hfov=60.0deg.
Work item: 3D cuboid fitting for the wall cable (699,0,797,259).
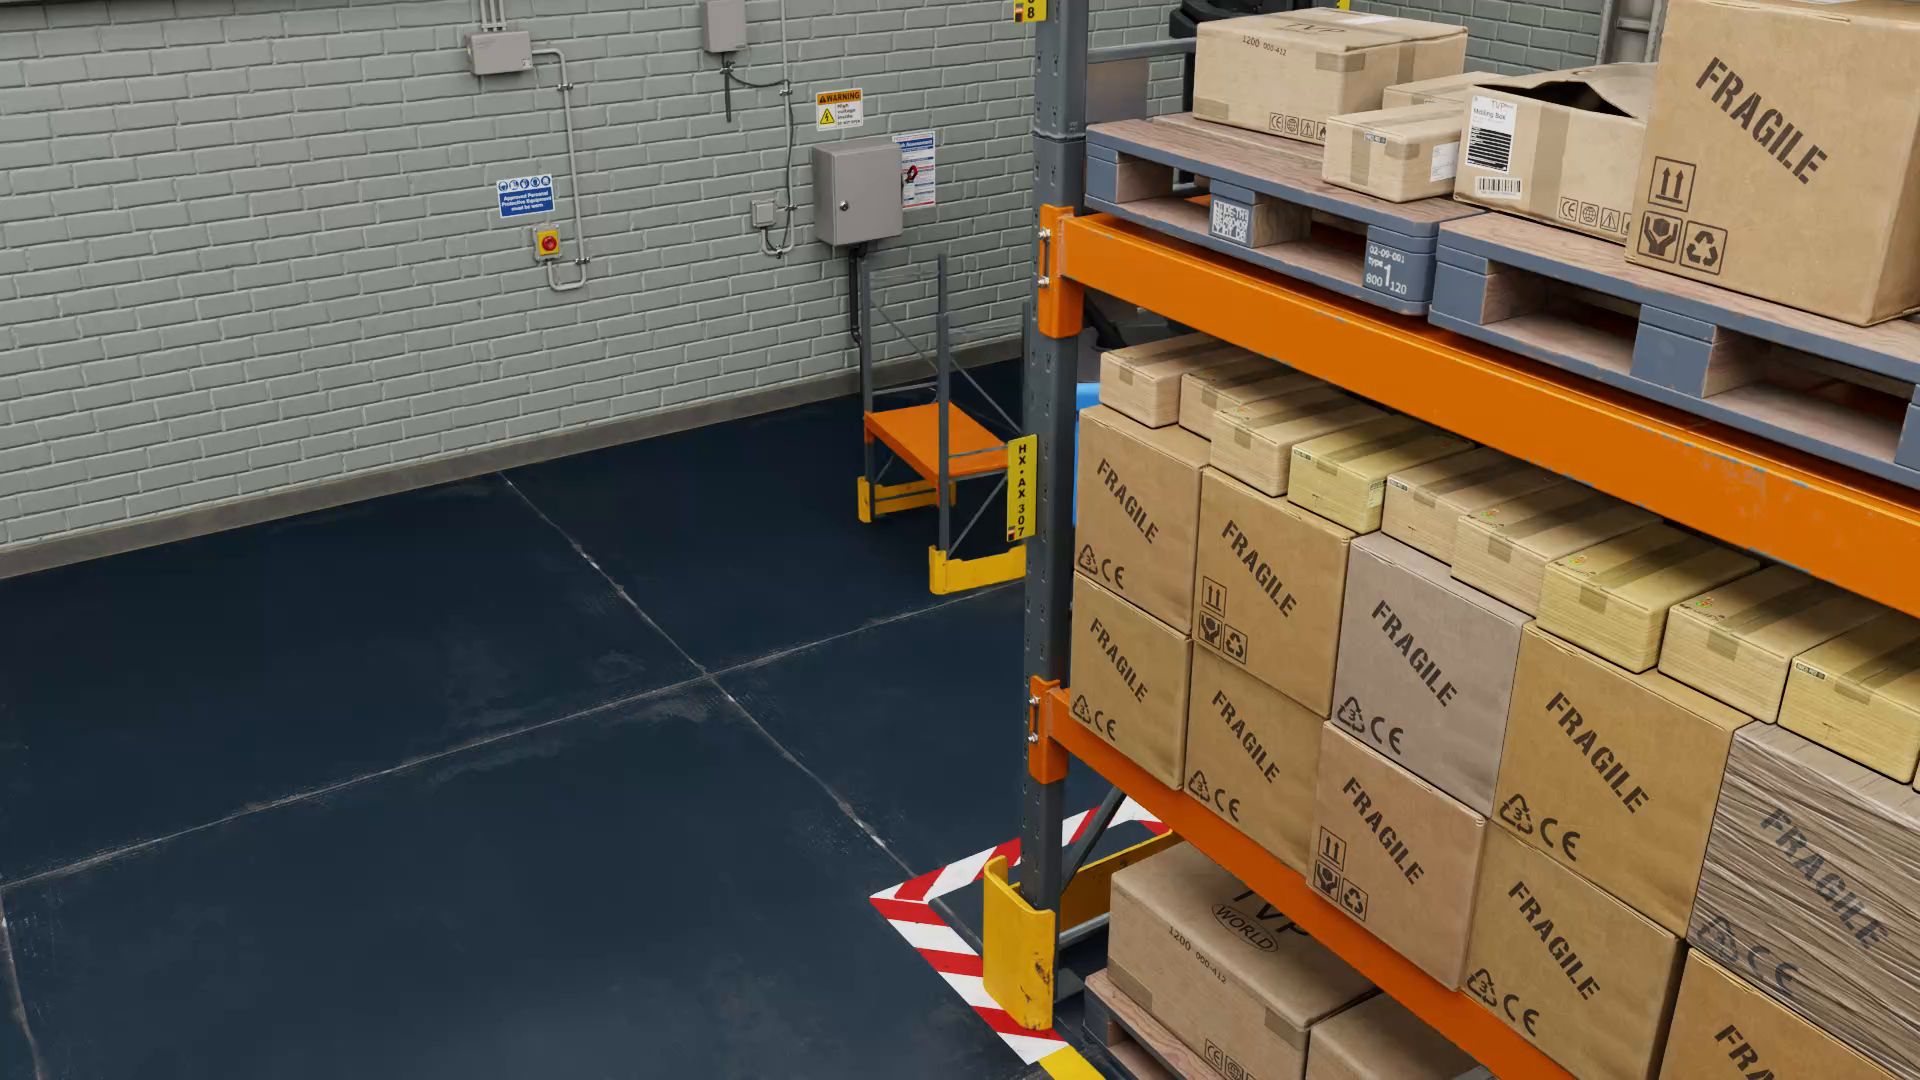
[{"bbox_3d":[-1.263,-2.658,10.178,0.588,1.984,0.122,-16,29,-30],"label":"wall cable"}]

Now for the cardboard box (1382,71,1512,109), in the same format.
[{"bbox_3d":[1.270,-1.060,4.152,0.380,0.149,0.250,-18,31,-33],"label":"cardboard box"}]

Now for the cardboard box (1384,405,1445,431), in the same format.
[{"bbox_3d":[1.387,-0.404,4.544,0.380,0.149,0.250,-16,30,-30],"label":"cardboard box"}]

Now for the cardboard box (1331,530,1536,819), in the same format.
[{"bbox_3d":[1.252,0.253,3.912,0.500,0.500,0.500,-16,30,-30],"label":"cardboard box"}]

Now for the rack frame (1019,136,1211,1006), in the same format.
[{"bbox_3d":[0.653,0.147,5.425,1.000,3.000,0.127,-16,29,-30],"label":"rack frame"}]

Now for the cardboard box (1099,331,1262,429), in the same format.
[{"bbox_3d":[0.615,-0.452,4.646,0.380,0.149,0.250,-15,29,-29],"label":"cardboard box"}]

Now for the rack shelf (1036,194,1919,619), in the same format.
[{"bbox_3d":[1.745,-0.169,3.423,1.077,0.370,4.000,-16,29,-30],"label":"rack shelf"}]

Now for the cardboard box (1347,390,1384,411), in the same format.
[{"bbox_3d":[1.175,-0.477,4.698,0.380,0.149,0.250,-15,29,-29],"label":"cardboard box"}]

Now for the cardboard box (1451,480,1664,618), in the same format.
[{"bbox_3d":[1.310,0.015,3.656,0.380,0.149,0.250,-15,29,-29],"label":"cardboard box"}]

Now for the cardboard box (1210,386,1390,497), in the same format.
[{"bbox_3d":[0.863,-0.255,4.229,0.380,0.149,0.250,-15,29,-28],"label":"cardboard box"}]

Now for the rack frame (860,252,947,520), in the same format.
[{"bbox_3d":[-0.302,-0.844,9.281,0.500,1.500,0.032,-11,28,-22],"label":"rack frame"}]

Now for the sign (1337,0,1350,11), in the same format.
[{"bbox_3d":[1.115,-1.695,4.870,0.100,0.325,0.005,-16,29,-30],"label":"sign"}]

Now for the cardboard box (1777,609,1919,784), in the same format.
[{"bbox_3d":[1.757,0.279,3.097,0.380,0.149,0.250,-16,30,-31],"label":"cardboard box"}]

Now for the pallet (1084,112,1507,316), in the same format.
[{"bbox_3d":[1.067,-0.906,4.246,1.003,0.211,1.213,-16,29,-30],"label":"pallet"}]

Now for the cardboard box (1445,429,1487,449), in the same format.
[{"bbox_3d":[1.490,-0.304,4.333,0.380,0.149,0.250,-15,29,-28],"label":"cardboard box"}]

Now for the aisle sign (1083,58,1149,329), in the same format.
[{"bbox_3d":[0.371,-0.987,4.781,0.394,0.787,0.004,-16,29,-30],"label":"aisle sign"}]

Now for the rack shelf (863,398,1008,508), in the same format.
[{"bbox_3d":[-0.088,-0.484,8.941,0.538,0.185,1.000,-11,28,-22],"label":"rack shelf"}]

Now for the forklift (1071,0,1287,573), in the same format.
[{"bbox_3d":[1.894,-1.375,8.729,3.031,2.935,1.130,-2,25,-3],"label":"forklift"}]

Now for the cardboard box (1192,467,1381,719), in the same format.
[{"bbox_3d":[0.964,0.071,4.298,0.500,0.500,0.500,-16,30,-31],"label":"cardboard box"}]

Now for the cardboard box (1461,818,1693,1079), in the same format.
[{"bbox_3d":[1.524,0.876,3.763,0.500,0.500,0.500,-14,29,-28],"label":"cardboard box"}]

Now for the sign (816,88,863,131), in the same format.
[{"bbox_3d":[-0.765,-2.736,10.565,0.339,0.242,0.001,-16,29,-30],"label":"sign"}]

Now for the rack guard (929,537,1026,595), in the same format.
[{"bbox_3d":[0.119,0.107,8.730,0.587,0.250,0.087,-11,28,-22],"label":"rack guard"}]

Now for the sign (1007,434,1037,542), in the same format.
[{"bbox_3d":[0.185,-0.153,4.954,0.100,0.325,0.005,-16,29,-30],"label":"sign"}]

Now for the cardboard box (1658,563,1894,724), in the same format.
[{"bbox_3d":[1.610,0.195,3.276,0.380,0.149,0.250,-16,29,-30],"label":"cardboard box"}]

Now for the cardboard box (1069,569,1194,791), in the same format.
[{"bbox_3d":[0.674,0.340,4.898,0.500,0.500,0.500,-16,30,-30],"label":"cardboard box"}]

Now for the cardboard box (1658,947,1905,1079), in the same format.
[{"bbox_3d":[1.797,1.067,3.359,0.500,0.500,0.500,-16,30,-30],"label":"cardboard box"}]

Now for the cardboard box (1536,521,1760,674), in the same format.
[{"bbox_3d":[1.426,0.112,3.450,0.380,0.149,0.250,-16,30,-31],"label":"cardboard box"}]

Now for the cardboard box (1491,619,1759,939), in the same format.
[{"bbox_3d":[1.525,0.431,3.534,0.500,0.500,0.500,-15,29,-29],"label":"cardboard box"}]

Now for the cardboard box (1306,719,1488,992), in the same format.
[{"bbox_3d":[1.236,0.701,4.134,0.500,0.500,0.500,-16,29,-30],"label":"cardboard box"}]

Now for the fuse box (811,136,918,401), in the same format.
[{"bbox_3d":[-0.605,-1.719,10.887,0.539,1.711,0.414,-16,29,-30],"label":"fuse box"}]

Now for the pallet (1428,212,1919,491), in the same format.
[{"bbox_3d":[1.737,-0.470,3.321,1.003,0.211,1.213,-16,29,-30],"label":"pallet"}]

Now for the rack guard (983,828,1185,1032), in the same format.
[{"bbox_3d":[0.640,1.269,5.977,1.175,0.500,0.348,-16,29,-30],"label":"rack guard"}]

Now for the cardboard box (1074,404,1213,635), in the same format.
[{"bbox_3d":[0.676,-0.112,4.686,0.500,0.500,0.500,-16,30,-31],"label":"cardboard box"}]

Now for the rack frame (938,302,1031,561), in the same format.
[{"bbox_3d":[0.127,-0.450,8.447,0.500,1.500,0.032,-11,28,-22],"label":"rack frame"}]

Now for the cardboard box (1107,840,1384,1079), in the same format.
[{"bbox_3d":[1.097,1.329,5.431,0.875,0.438,0.875,-17,30,-31],"label":"cardboard box"}]

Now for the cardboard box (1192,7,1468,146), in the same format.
[{"bbox_3d":[0.974,-1.237,4.409,0.500,0.250,0.500,-19,31,-34],"label":"cardboard box"}]

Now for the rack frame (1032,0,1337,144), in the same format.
[{"bbox_3d":[0.653,-2.566,4.144,1.000,3.000,0.127,-16,29,-30],"label":"rack frame"}]

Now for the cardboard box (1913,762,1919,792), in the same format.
[{"bbox_3d":[1.901,0.372,2.899,0.380,0.149,0.250,-16,30,-30],"label":"cardboard box"}]

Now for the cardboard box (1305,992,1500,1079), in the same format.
[{"bbox_3d":[1.603,1.654,4.742,0.875,0.438,0.875,-15,29,-28],"label":"cardboard box"}]

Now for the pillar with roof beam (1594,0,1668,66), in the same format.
[{"bbox_3d":[0.486,-3.895,6.960,9.100,9.000,0.400,-16,29,-30],"label":"pillar with roof beam"}]

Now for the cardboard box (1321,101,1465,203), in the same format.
[{"bbox_3d":[1.054,-0.888,3.789,0.380,0.149,0.250,-14,29,-28],"label":"cardboard box"}]

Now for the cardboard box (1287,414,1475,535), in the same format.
[{"bbox_3d":[1.022,-0.165,4.038,0.380,0.149,0.250,-17,30,-31],"label":"cardboard box"}]

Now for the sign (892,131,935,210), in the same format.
[{"bbox_3d":[-0.305,-2.448,11.033,0.329,0.494,0.001,-16,29,-30],"label":"sign"}]

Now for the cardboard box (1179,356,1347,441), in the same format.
[{"bbox_3d":[0.817,-0.375,4.482,0.380,0.149,0.250,-15,29,-28],"label":"cardboard box"}]

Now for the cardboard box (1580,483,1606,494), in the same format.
[{"bbox_3d":[1.573,-0.194,4.100,0.380,0.149,0.250,-16,30,-30],"label":"cardboard box"}]

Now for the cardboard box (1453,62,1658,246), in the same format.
[{"bbox_3d":[1.428,-0.857,3.534,0.500,0.311,0.500,-15,29,-29],"label":"cardboard box"}]

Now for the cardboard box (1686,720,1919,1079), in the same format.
[{"bbox_3d":[1.792,0.613,3.150,0.500,0.500,0.500,-15,29,-29],"label":"cardboard box"}]

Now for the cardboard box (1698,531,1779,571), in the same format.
[{"bbox_3d":[1.887,-0.020,3.731,0.380,0.149,0.250,-14,29,-28],"label":"cardboard box"}]

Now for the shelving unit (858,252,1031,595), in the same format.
[{"bbox_3d":[-0.092,-0.651,8.871,0.587,1.500,1.083,-11,28,-22],"label":"shelving unit"}]

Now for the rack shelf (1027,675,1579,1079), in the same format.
[{"bbox_3d":[1.745,1.188,4.063,1.077,0.370,4.000,-16,29,-30],"label":"rack shelf"}]

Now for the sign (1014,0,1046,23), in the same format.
[{"bbox_3d":[0.185,-1.513,4.312,0.100,0.325,0.005,-16,29,-30],"label":"sign"}]

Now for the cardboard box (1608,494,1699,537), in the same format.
[{"bbox_3d":[1.759,-0.118,3.939,0.380,0.149,0.250,-15,29,-28],"label":"cardboard box"}]

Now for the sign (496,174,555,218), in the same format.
[{"bbox_3d":[-2.519,-1.997,9.650,0.327,0.218,0.001,-16,29,-30],"label":"sign"}]

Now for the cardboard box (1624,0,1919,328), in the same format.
[{"bbox_3d":[1.628,-0.734,3.051,0.500,0.500,0.500,-15,29,-29],"label":"cardboard box"}]

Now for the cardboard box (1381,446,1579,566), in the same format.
[{"bbox_3d":[1.210,-0.084,3.865,0.380,0.149,0.250,-15,29,-29],"label":"cardboard box"}]

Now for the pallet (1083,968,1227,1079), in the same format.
[{"bbox_3d":[1.155,1.676,5.453,1.003,0.211,1.213,-16,29,-30],"label":"pallet"}]

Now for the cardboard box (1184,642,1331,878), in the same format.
[{"bbox_3d":[0.974,0.515,4.529,0.500,0.500,0.500,-16,30,-30],"label":"cardboard box"}]

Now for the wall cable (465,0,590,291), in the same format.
[{"bbox_3d":[-2.445,-2.338,9.462,0.585,1.953,0.123,-16,29,-30],"label":"wall cable"}]

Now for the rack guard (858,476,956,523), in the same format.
[{"bbox_3d":[-0.302,-0.278,9.546,0.587,0.250,0.087,-11,28,-22],"label":"rack guard"}]
